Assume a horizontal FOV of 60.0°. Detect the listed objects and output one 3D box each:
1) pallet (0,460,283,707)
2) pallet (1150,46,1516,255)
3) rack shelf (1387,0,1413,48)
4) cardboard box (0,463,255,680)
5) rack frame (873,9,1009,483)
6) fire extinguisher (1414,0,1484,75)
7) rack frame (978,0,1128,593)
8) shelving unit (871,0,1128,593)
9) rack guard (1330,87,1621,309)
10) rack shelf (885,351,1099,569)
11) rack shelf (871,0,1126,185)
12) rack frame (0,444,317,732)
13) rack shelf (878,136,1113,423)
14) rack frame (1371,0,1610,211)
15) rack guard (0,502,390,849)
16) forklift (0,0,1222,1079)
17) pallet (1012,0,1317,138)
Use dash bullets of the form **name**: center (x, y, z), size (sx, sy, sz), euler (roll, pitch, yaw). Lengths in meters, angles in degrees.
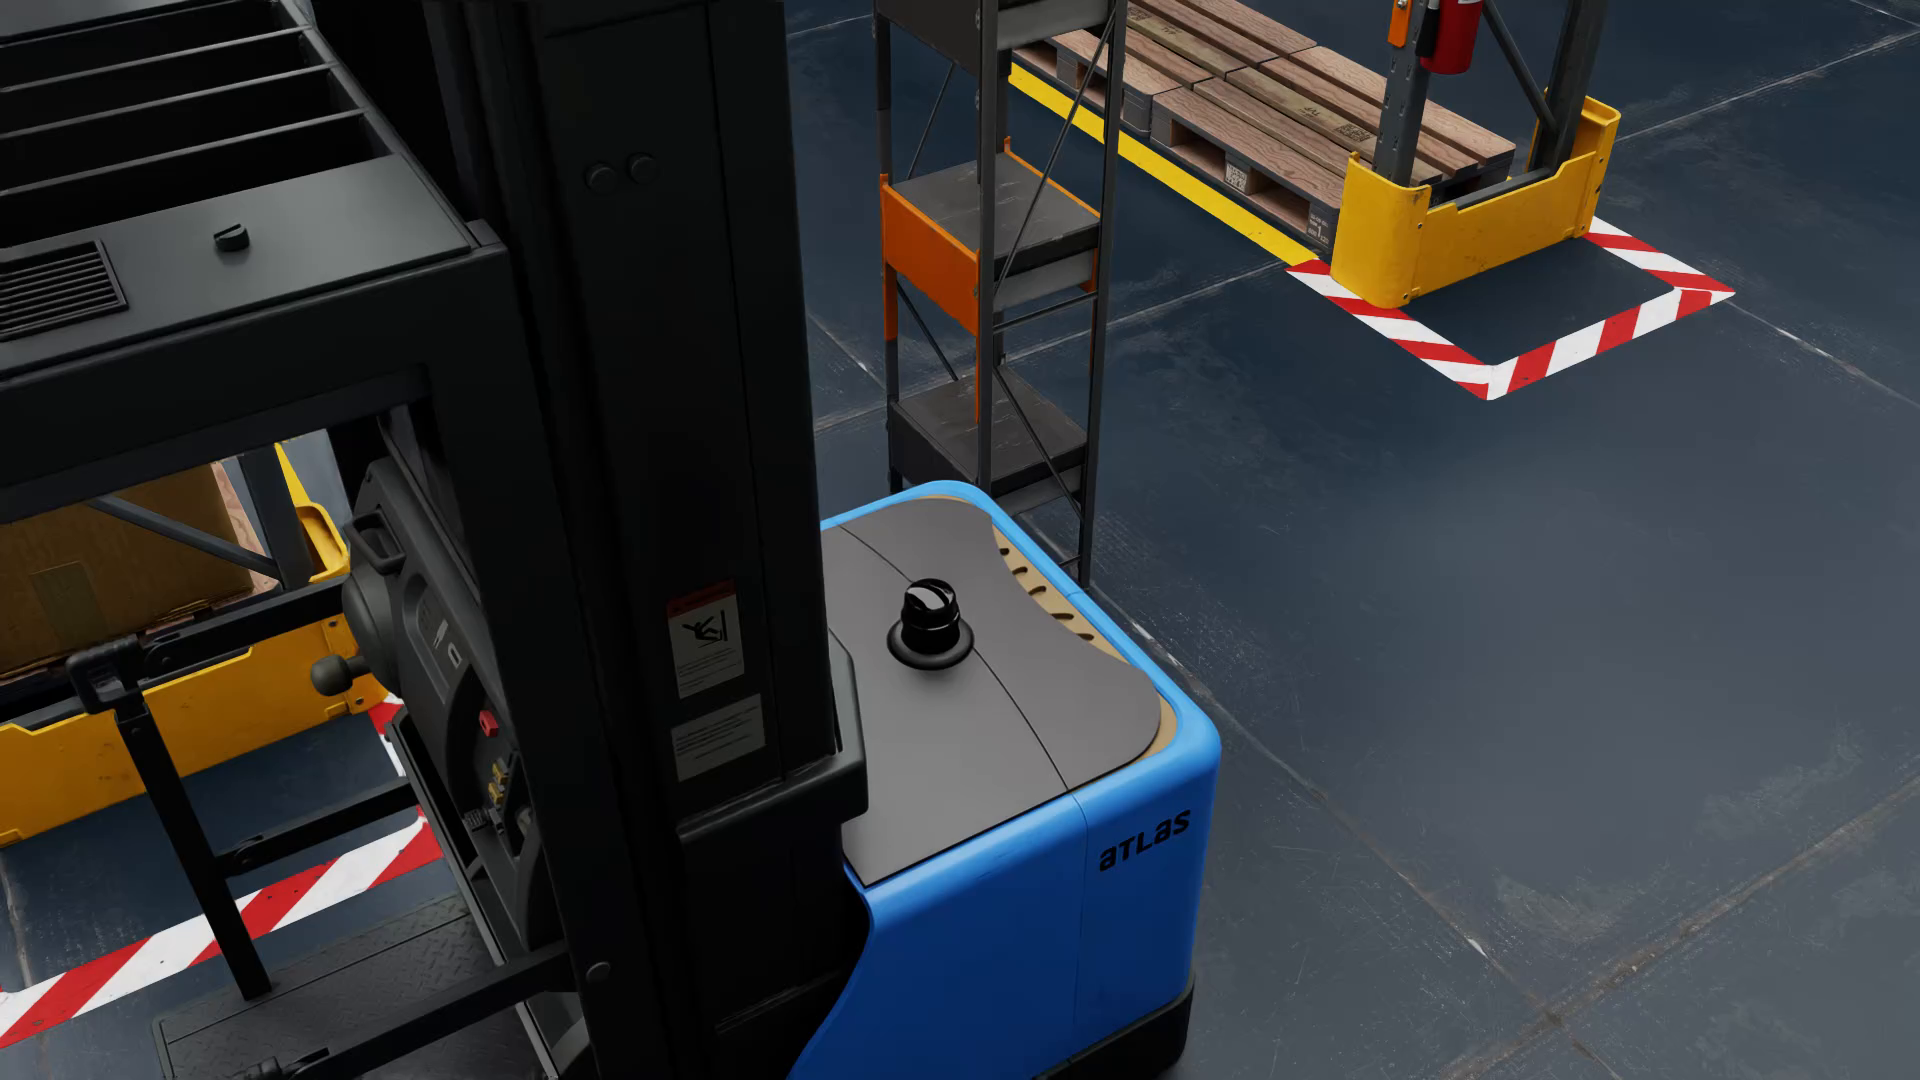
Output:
- **pallet**: center (-2.692, 0.059, 5.015), size (1.003, 0.211, 1.213), euler (-22, 45, -24)
- **pallet**: center (1.569, -1.700, 7.125), size (1.003, 0.211, 1.213), euler (-22, 45, -24)
- **rack shelf**: center (0.904, -3.116, 7.208), size (1.077, 0.370, 4.000), euler (-22, 45, -24)
- **cardboard box**: center (-2.608, -0.271, 4.564), size (0.875, 0.875, 0.875), euler (-22, 45, -24)
- **rack frame**: center (-0.042, -0.849, 4.629), size (0.400, 2.100, 0.015), euler (-22, 45, -24)
- **fire extinguisher**: center (1.678, -1.902, 5.541), size (0.296, 0.674, 0.183), euler (-22, 45, -24)
- **rack frame**: center (0.220, -0.586, 4.313), size (0.400, 2.100, 0.015), euler (-22, 45, -24)
- **shelving unit**: center (0.089, -0.717, 4.471), size (0.431, 2.100, 0.503), euler (-22, 45, -24)
- **rack guard**: center (2.004, -1.344, 6.473), size (1.175, 0.500, 0.348), euler (-22, 45, -24)
- **rack shelf**: center (0.089, -0.169, 4.927), size (0.431, 0.518, 0.480), euler (-22, 45, -24)
- **rack shelf**: center (0.089, -1.245, 4.031), size (0.431, 0.518, 0.480), euler (-22, 45, -24)
- **rack frame**: center (-2.196, -0.608, 3.637), size (1.000, 3.000, 0.127), euler (-22, 45, -24)
- **rack shelf**: center (0.089, -0.707, 4.479), size (0.431, 0.518, 0.480), euler (-22, 45, -24)
- **rack frame**: center (1.980, -2.313, 5.683), size (1.000, 3.000, 0.127), euler (-22, 45, -24)
- **rack guard**: center (-2.183, 0.365, 4.421), size (1.175, 0.500, 0.348), euler (-22, 45, -24)
- **forklift**: center (-1.013, 0.291, 2.611), size (3.031, 2.935, 1.130), euler (-21, 44, -23)
- **pallet**: center (0.917, -2.358, 7.915), size (1.003, 0.211, 1.213), euler (-22, 45, -24)
